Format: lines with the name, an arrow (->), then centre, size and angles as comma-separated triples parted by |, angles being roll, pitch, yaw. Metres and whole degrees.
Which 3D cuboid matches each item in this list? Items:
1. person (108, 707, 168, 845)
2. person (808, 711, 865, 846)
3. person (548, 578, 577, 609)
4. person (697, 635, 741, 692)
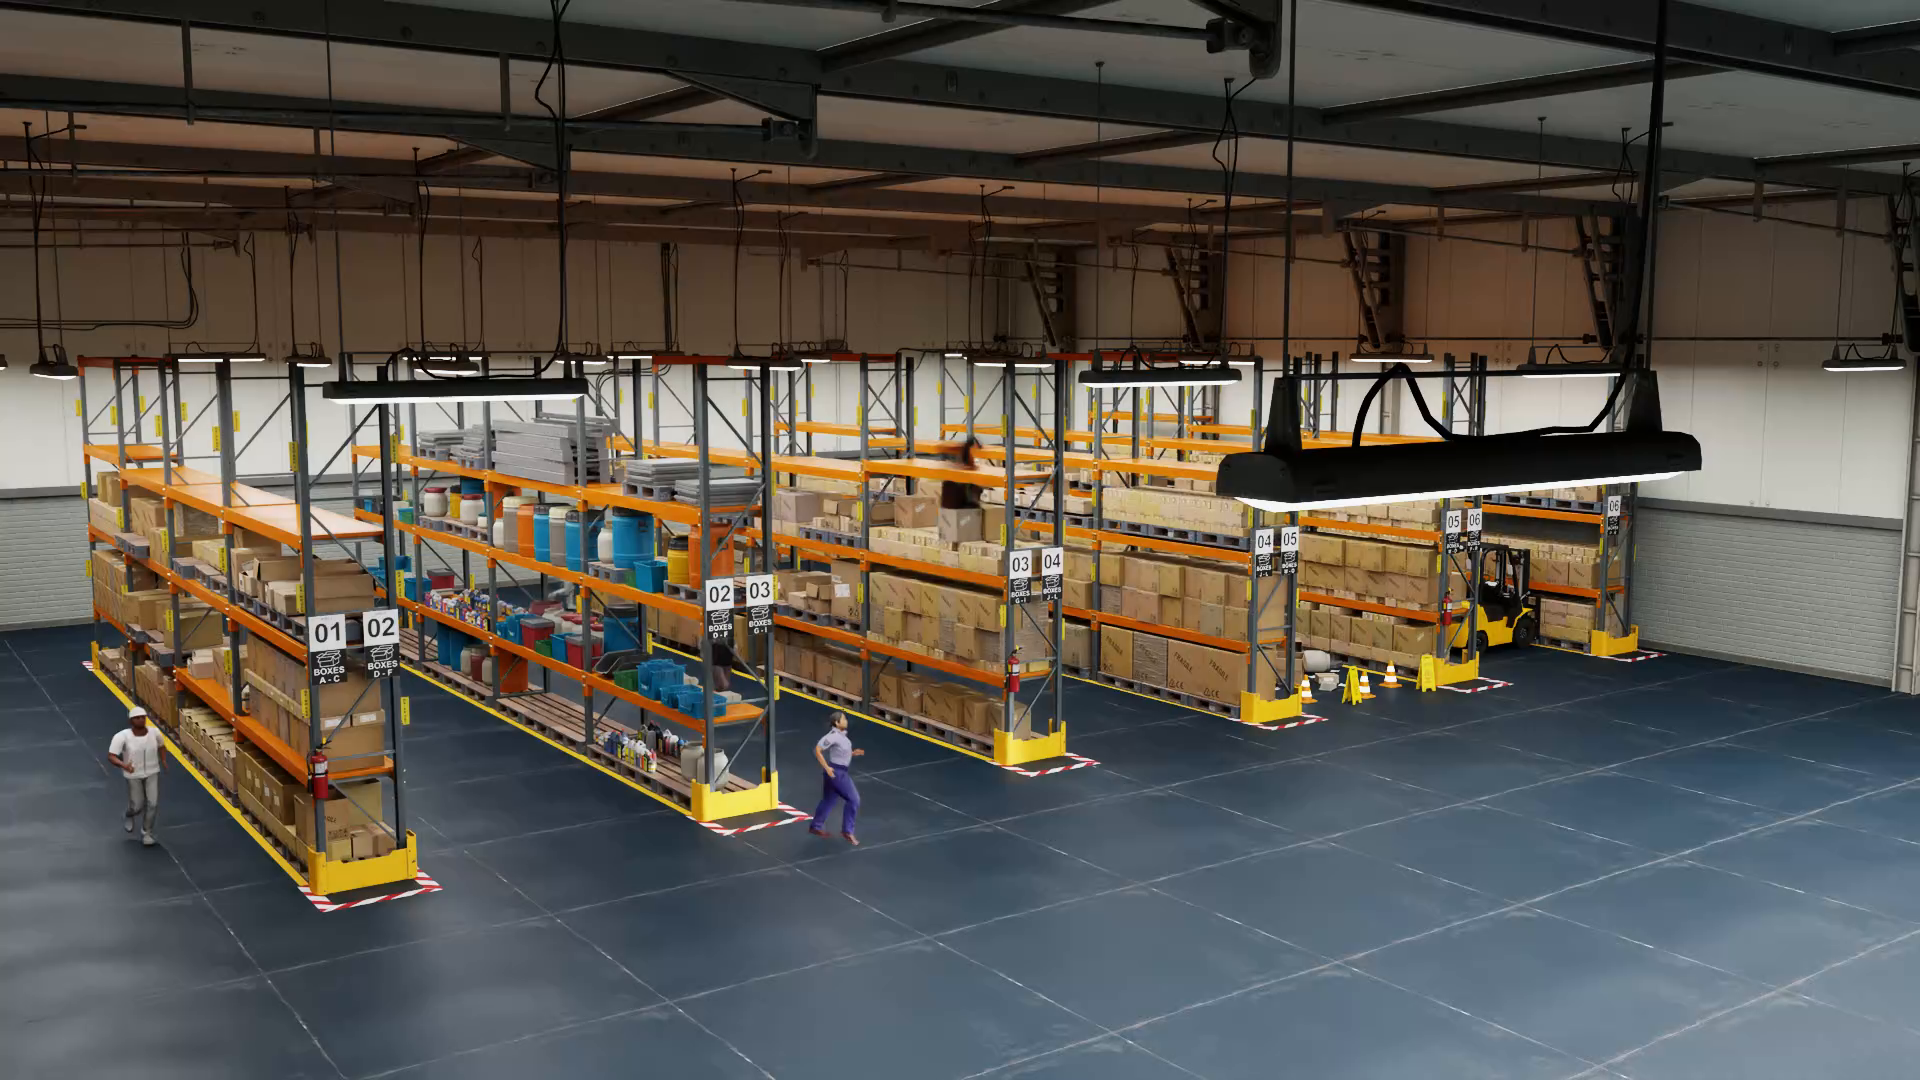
person -> -10.319, 2.941, 20.931 | 0.704, 1.725, 0.668 | -7, 10, -44
person -> -1.555, 3.007, 20.923 | 0.710, 1.669, 0.592 | 0, 7, -2
person -> -9.279, 0.772, 38.813 | 0.772, 1.744, 0.690 | -3, 8, -27
person -> -3.977, 2.113, 27.843 | 0.677, 1.708, 0.661 | 7, 10, 44
